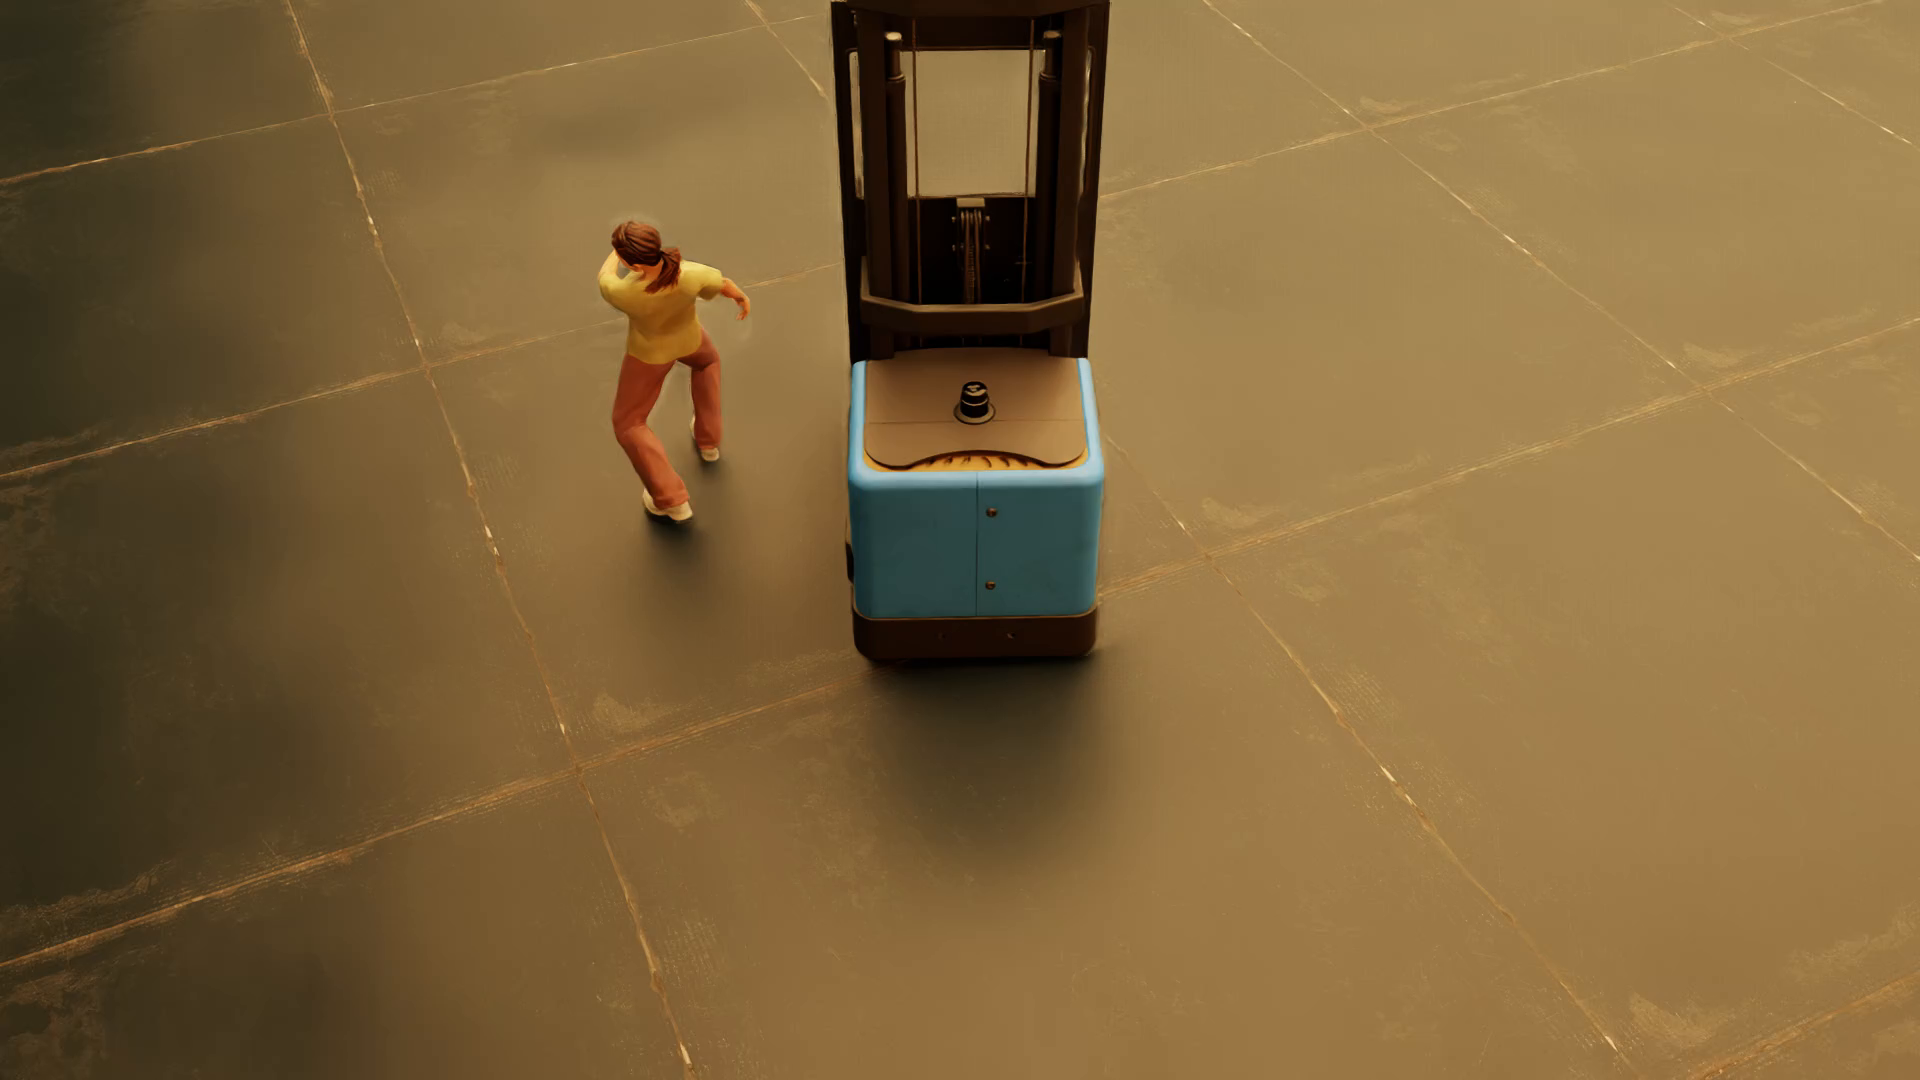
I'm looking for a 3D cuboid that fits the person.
[{"bbox_3d":[-1.315,-0.935,7.700,0.778,1.519,0.817,-28,50,-27],"label":"person"}]

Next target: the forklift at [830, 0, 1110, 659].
[{"bbox_3d":[0.034,-1.545,7.336,1.130,2.935,3.031,-1,43,-1],"label":"forklift"}]
